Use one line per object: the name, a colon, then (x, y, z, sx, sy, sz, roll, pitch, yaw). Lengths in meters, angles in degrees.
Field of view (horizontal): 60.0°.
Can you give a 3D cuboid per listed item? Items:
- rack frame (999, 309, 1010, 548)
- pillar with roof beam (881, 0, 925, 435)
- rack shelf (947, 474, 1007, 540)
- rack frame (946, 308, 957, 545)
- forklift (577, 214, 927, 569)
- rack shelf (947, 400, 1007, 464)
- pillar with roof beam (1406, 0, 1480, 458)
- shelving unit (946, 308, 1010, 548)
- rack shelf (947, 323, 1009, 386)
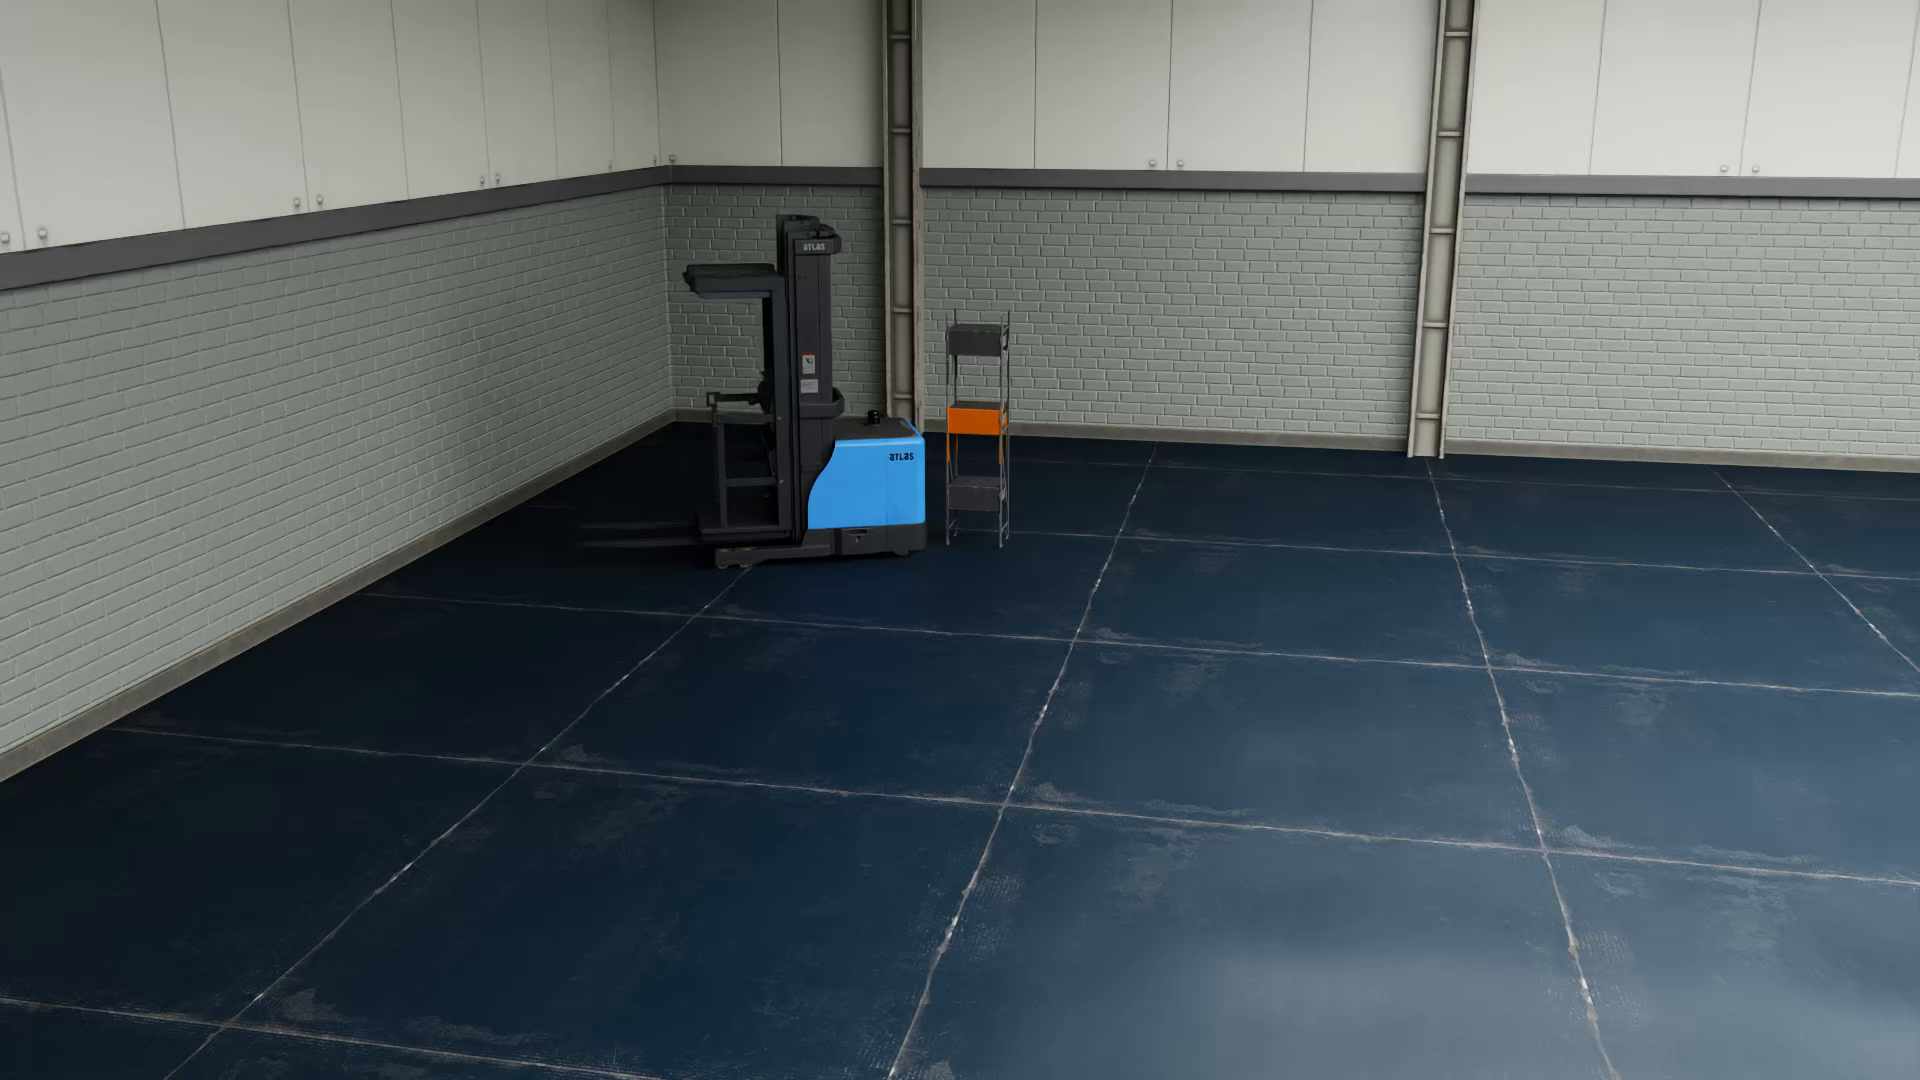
rack frame: (0.401, -0.990, 14.891, 0.015, 2.100, 0.400, 3, 16, 11)
pillar with roof beam: (-1.508, -4.490, 14.604, 0.400, 9.000, 9.100, 3, 16, 11)
rack shelf: (0.162, -0.315, 15.128, 0.480, 0.518, 0.431, 3, 16, 11)
rack frame: (-0.077, -1.016, 14.985, 0.015, 2.100, 0.400, 3, 16, 11)
forklift: (-1.864, -1.318, 14.516, 3.031, 2.935, 1.130, -3, 16, -11)
rack shelf: (0.162, -0.990, 14.942, 0.480, 0.518, 0.431, 3, 16, 11)
pillar with roof beam: (4.372, -4.171, 13.451, 0.400, 9.000, 9.100, 3, 16, 11)
shelving unit: (0.162, -1.003, 14.938, 0.503, 2.100, 0.431, 3, 16, 11)
rack shelf: (0.162, -1.665, 14.755, 0.480, 0.518, 0.431, 3, 16, 11)
